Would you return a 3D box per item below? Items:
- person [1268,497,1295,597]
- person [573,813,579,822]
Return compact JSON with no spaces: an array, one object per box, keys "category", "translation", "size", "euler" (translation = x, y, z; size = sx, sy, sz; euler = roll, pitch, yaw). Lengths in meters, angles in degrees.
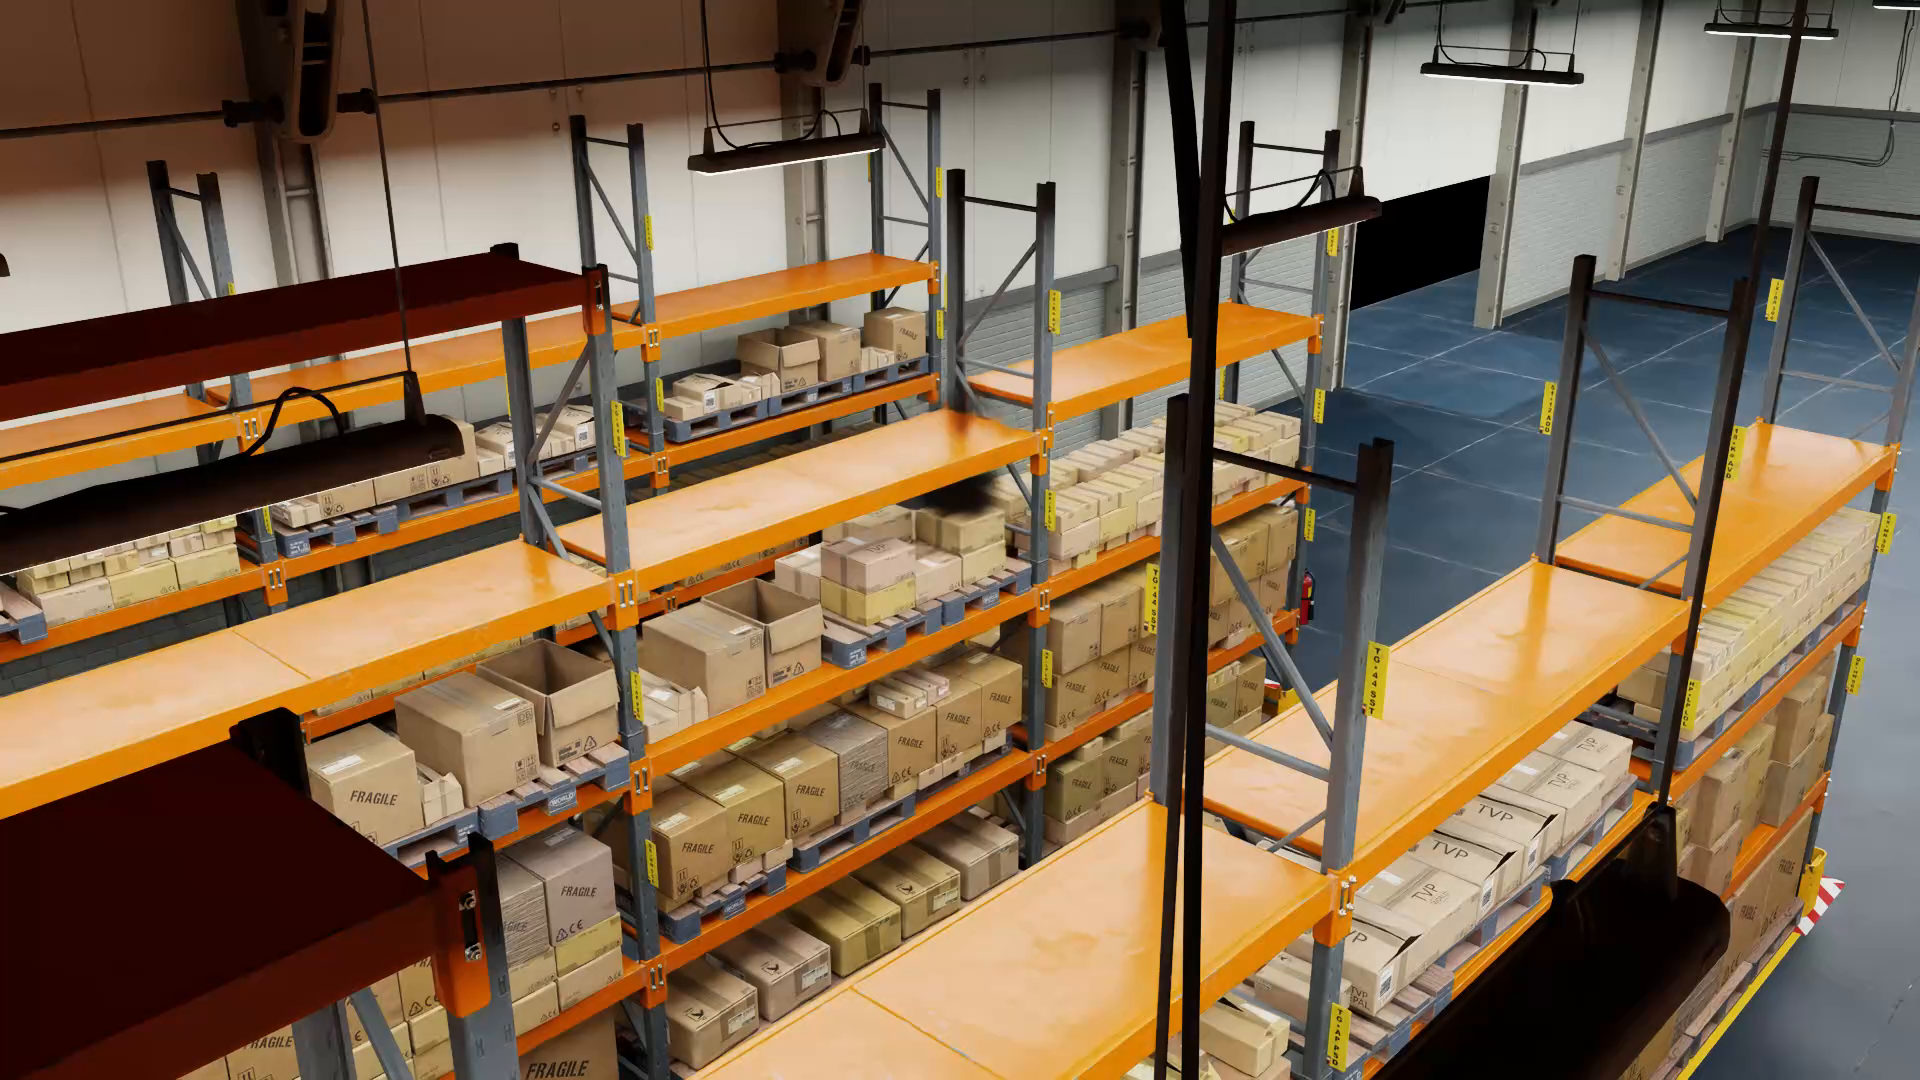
[{"category":"person","translation":[3.793,-0.133,19.992],"size":[0.669,1.699,0.812],"euler":[13,25,30]},{"category":"person","translation":[-3.632,1.951,14.771],"size":[0.578,1.622,0.769],"euler":[9,23,23]}]
